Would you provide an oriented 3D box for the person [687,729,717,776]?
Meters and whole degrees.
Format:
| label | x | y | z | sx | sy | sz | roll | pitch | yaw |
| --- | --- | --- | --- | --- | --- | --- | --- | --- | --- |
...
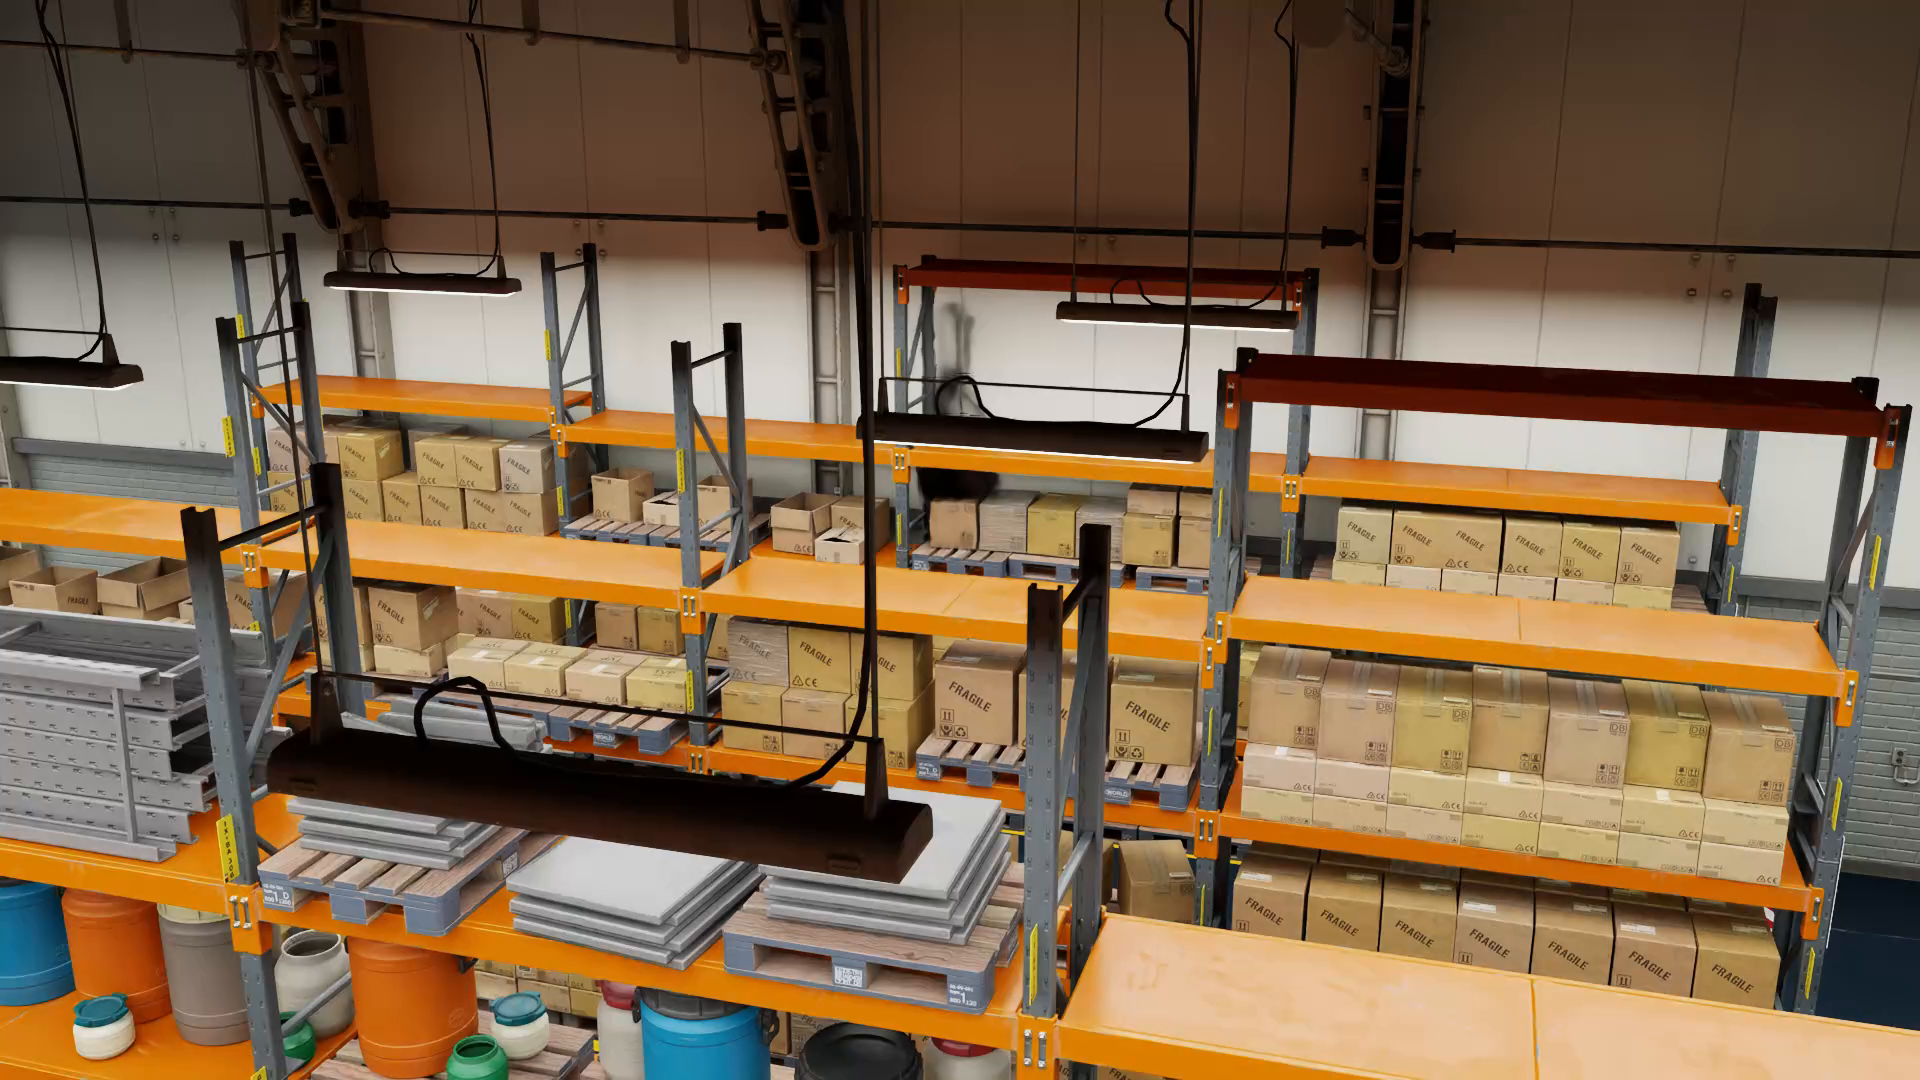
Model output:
| label | x | y | z | sx | sy | sz | roll | pitch | yaw |
| --- | --- | --- | --- | --- | --- | --- | --- | --- | --- |
| person | -2.549 | 2.619 | 16.724 | 0.758 | 1.628 | 0.574 | 1 | 16 | 4 |
